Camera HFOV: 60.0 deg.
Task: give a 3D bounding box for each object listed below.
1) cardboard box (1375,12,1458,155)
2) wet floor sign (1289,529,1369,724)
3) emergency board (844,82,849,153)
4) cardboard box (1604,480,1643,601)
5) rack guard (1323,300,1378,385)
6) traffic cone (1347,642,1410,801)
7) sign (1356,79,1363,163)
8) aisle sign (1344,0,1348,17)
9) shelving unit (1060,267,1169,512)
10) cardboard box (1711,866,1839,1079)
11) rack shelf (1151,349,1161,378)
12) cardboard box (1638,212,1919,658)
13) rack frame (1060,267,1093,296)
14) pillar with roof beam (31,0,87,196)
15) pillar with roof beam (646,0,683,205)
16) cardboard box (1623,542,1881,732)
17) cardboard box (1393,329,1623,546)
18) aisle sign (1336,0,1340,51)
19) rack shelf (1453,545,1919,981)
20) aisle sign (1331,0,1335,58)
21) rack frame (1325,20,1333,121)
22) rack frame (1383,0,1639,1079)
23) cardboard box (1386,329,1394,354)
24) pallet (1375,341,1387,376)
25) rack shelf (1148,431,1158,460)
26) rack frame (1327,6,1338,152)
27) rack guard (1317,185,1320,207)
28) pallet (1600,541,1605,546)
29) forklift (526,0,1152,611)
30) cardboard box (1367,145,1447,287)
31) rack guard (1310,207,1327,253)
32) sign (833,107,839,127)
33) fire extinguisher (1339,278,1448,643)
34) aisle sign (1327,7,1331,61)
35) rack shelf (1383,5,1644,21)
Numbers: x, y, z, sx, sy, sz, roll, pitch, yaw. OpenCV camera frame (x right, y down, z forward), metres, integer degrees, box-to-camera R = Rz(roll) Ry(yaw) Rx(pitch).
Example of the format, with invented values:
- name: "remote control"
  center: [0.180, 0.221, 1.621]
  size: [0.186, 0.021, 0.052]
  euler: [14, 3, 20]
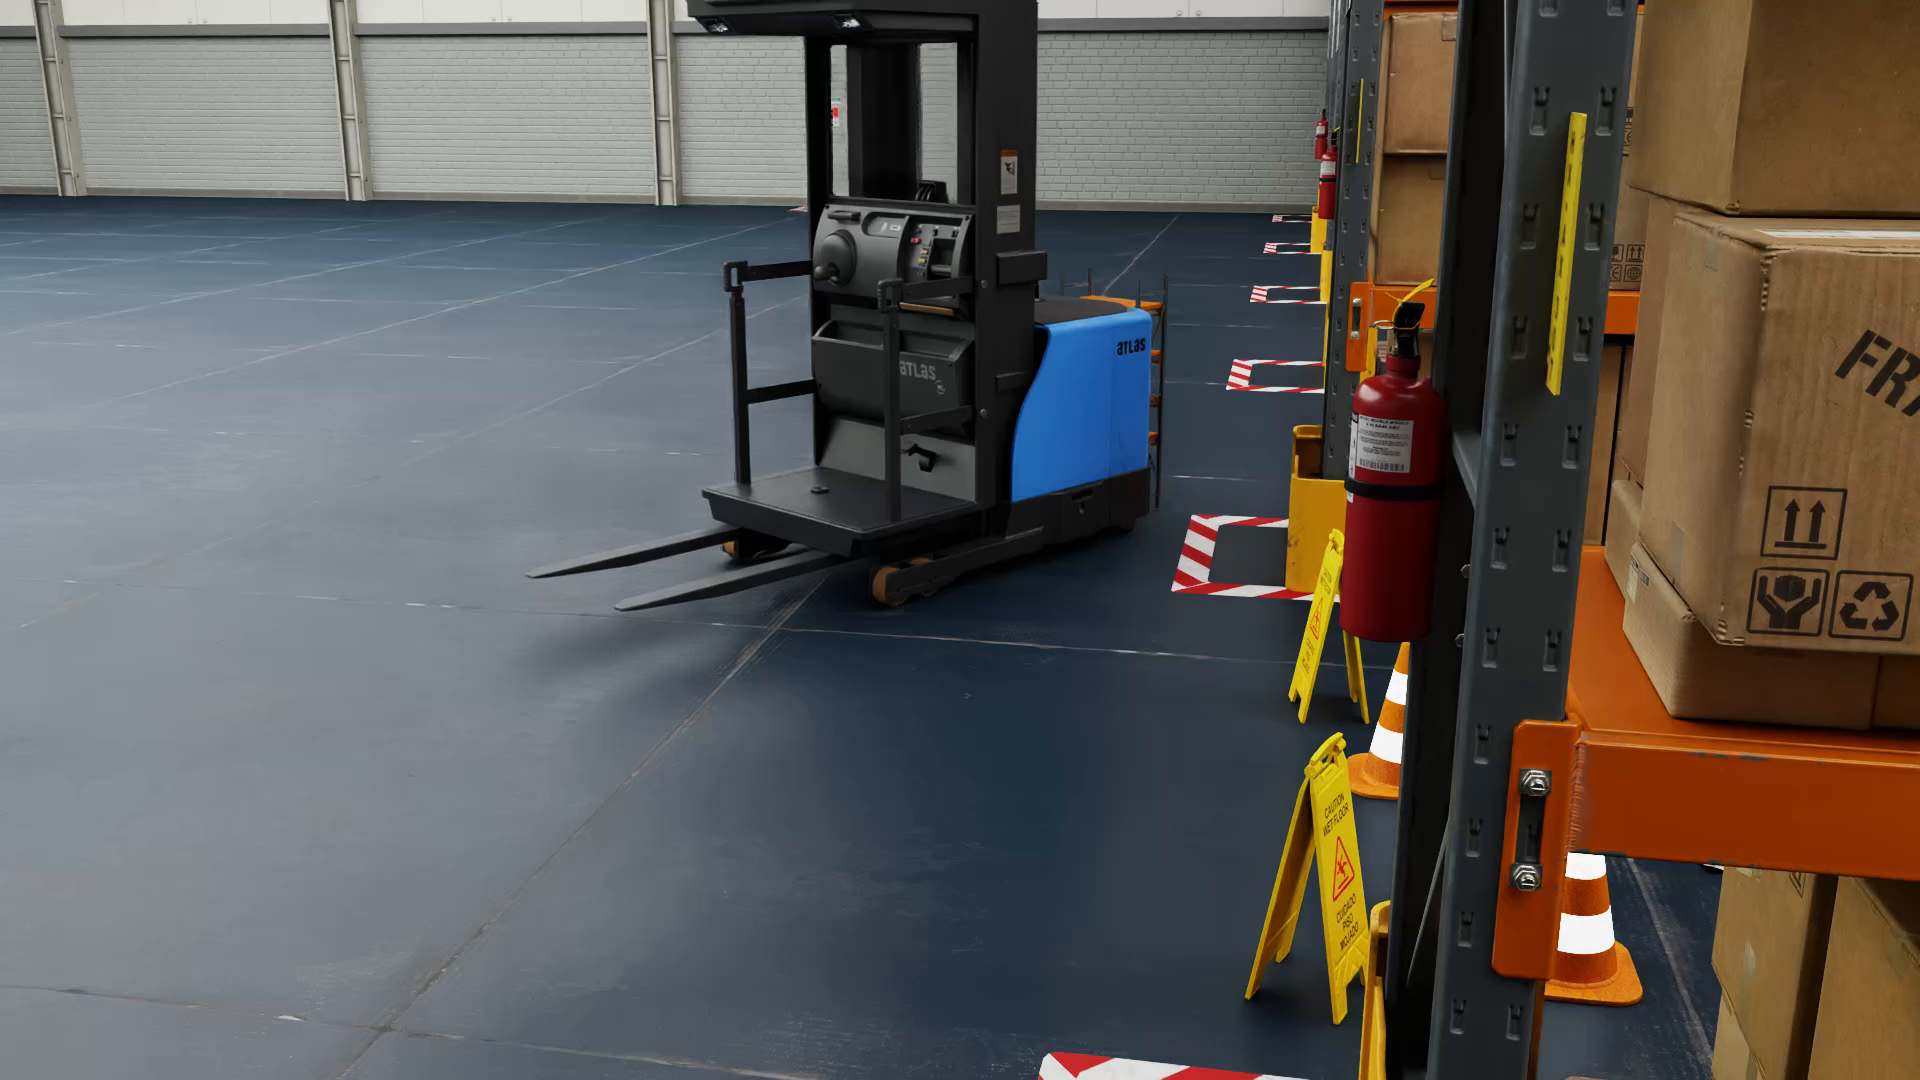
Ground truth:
- name: "cardboard box"
  center: [2.071, -1.928, 7.030]
  size: [0.550, 0.550, 0.875]
  euler: [3, 16, 11]
- name: "wet floor sign"
  center: [1.292, 0.286, 5.752]
  size: [0.232, 0.644, 0.267]
  euler: [0, 15, 1]
- name: "emergency board"
  center: [-1.672, -7.194, 28.345]
  size: [0.643, 1.169, 0.194]
  euler: [3, 16, 11]
- name: "cardboard box"
  center: [1.237, 0.020, 2.771]
  size: [0.250, 0.149, 0.380]
  euler: [4, 16, 13]
- name: "rack guard"
  center: [2.877, -1.449, 12.285]
  size: [0.348, 0.500, 1.175]
  euler: [3, 16, 11]
- name: "traffic cone"
  center: [1.394, 0.535, 5.195]
  size: [0.334, 0.463, 0.336]
  euler: [3, 16, 11]
- name: "sign"
  center: [1.599, -1.676, 6.653]
  size: [0.005, 0.325, 0.100]
  euler: [3, 16, 11]
- name: "aisle sign"
  center: [1.705, -2.700, 7.252]
  size: [0.004, 0.787, 0.394]
  euler: [3, 16, 11]
- name: "shelving unit"
  center: [0.767, -0.759, 8.481]
  size: [0.503, 1.200, 0.258]
  euler: [14, 21, 42]
- name: "cardboard box"
  center: [1.665, 0.671, 2.911]
  size: [0.500, 0.500, 0.500]
  euler: [3, 16, 11]
- name: "rack shelf"
  center: [0.768, -0.910, 8.440]
  size: [0.480, 0.148, 0.258]
  euler: [14, 21, 42]
- name: "cardboard box"
  center: [1.237, -0.159, 2.202]
  size: [0.500, 0.500, 0.500]
  euler: [3, 16, 10]
- name: "rack frame"
  center: [0.592, -0.804, 8.644]
  size: [0.015, 1.200, 0.240]
  euler: [14, 21, 42]
- name: "pillar with roof beam"
  center: [-17.755, -9.775, 26.425]
  size: [0.400, 9.000, 9.100]
  euler: [3, 16, 11]
- name: "pillar with roof beam"
  center: [-5.995, -9.137, 24.120]
  size: [0.400, 9.000, 9.100]
  euler: [3, 16, 11]
- name: "cardboard box"
  center: [1.119, 0.128, 2.380]
  size: [0.250, 0.149, 0.380]
  euler: [3, 16, 11]
- name: "cardboard box"
  center: [2.393, -0.525, 7.461]
  size: [0.875, 0.875, 0.875]
  euler: [3, 16, 11]
- name: "aisle sign"
  center: [3.778, -5.287, 16.591]
  size: [0.004, 0.787, 0.394]
  euler: [3, 16, 11]
- name: "rack shelf"
  center: [2.788, 0.388, 2.319]
  size: [4.000, 0.370, 1.077]
  euler: [3, 16, 11]
- name: "aisle sign"
  center: [4.774, -6.582, 21.264]
  size: [0.004, 0.787, 0.394]
  euler: [3, 16, 11]
- name: "rack frame"
  center: [5.764, -6.545, 26.000]
  size: [0.127, 3.000, 1.000]
  euler: [3, 16, 11]
- name: "rack frame"
  center: [0.827, -0.064, 2.604]
  size: [0.053, 2.616, 0.949]
  euler: [3, 16, 11]
- name: "cardboard box"
  center: [3.411, -1.618, 12.108]
  size: [0.500, 0.500, 0.500]
  euler: [6, 17, 21]
- name: "pallet"
  center: [3.666, -1.257, 12.135]
  size: [1.213, 0.211, 1.003]
  euler: [3, 16, 11]
- name: "rack shelf"
  center: [0.766, -0.503, 8.550]
  size: [0.480, 0.148, 0.258]
  euler: [14, 21, 42]
- name: "rack frame"
  center: [4.780, -5.249, 21.321]
  size: [0.127, 3.000, 1.000]
  euler: [3, 16, 11]
- name: "rack guard"
  center: [5.838, -5.336, 26.319]
  size: [0.348, 0.500, 1.175]
  euler: [3, 16, 11]
- name: "pallet"
  center: [2.514, 0.001, 7.594]
  size: [1.213, 0.211, 1.003]
  euler: [3, 16, 11]
- name: "forklift"
  center: [-0.450, -1.288, 7.152]
  size: [1.130, 2.935, 3.031]
  euler: [14, 21, 42]
- name: "cardboard box"
  center: [2.088, -1.430, 7.253]
  size: [0.550, 0.550, 0.875]
  euler: [3, 16, 11]
- name: "rack guard"
  center: [4.757, -4.045, 21.659]
  size: [0.348, 0.500, 1.175]
  euler: [3, 16, 11]
- name: "sign"
  center: [-2.193, -7.268, 28.544]
  size: [0.234, 0.329, 0.001]
  euler: [3, 16, 11]
- name: "fire extinguisher"
  center: [0.807, -0.154, 3.075]
  size: [0.183, 0.674, 0.296]
  euler: [3, 16, 11]
- name: "aisle sign"
  center: [5.633, -7.723, 25.383]
  size: [0.004, 0.787, 0.394]
  euler: [3, 16, 11]
- name: "rack shelf"
  center: [5.749, -4.946, 15.955]
  size: [4.000, 0.370, 1.077]
  euler: [3, 16, 11]
